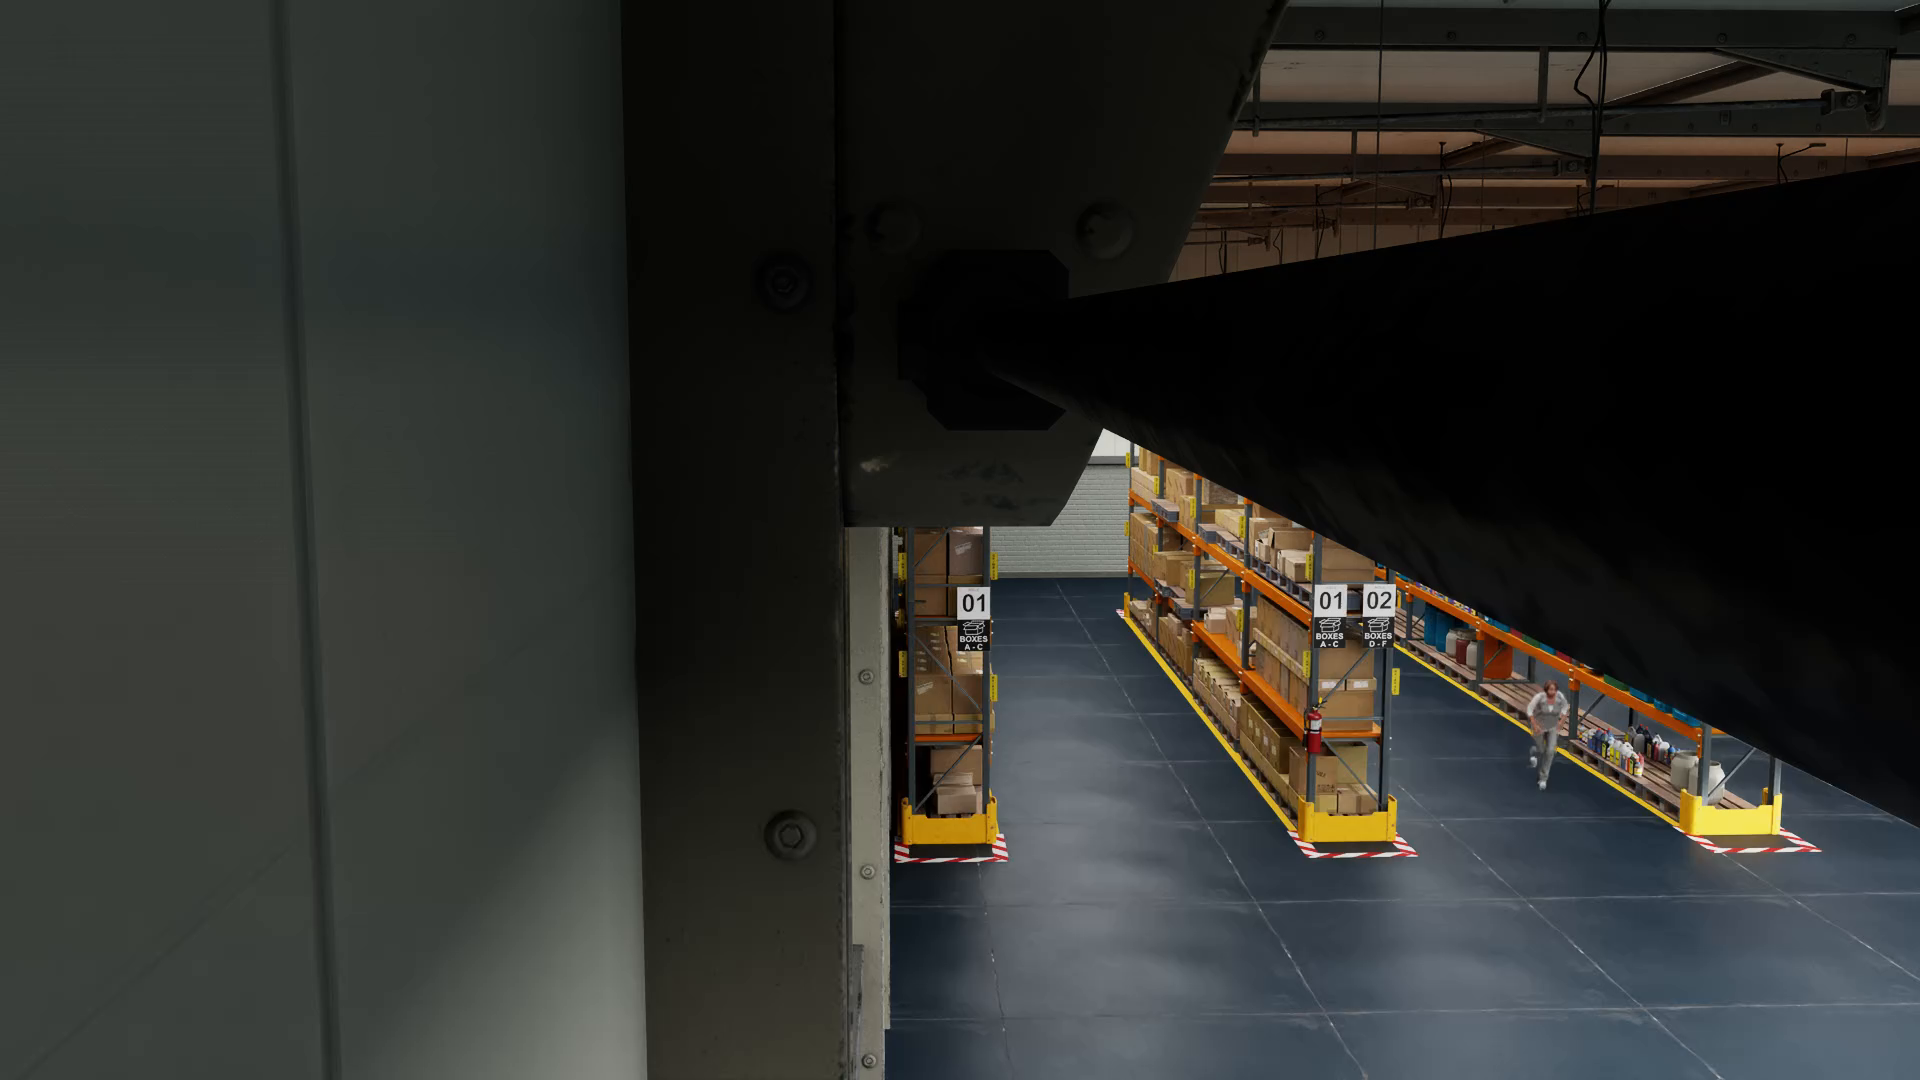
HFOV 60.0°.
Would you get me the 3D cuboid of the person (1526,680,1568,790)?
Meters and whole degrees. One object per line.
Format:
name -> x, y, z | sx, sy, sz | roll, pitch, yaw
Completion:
person -> 8.120, 2.646, 23.124 | 0.551, 1.538, 0.852 | 0, 7, 1
